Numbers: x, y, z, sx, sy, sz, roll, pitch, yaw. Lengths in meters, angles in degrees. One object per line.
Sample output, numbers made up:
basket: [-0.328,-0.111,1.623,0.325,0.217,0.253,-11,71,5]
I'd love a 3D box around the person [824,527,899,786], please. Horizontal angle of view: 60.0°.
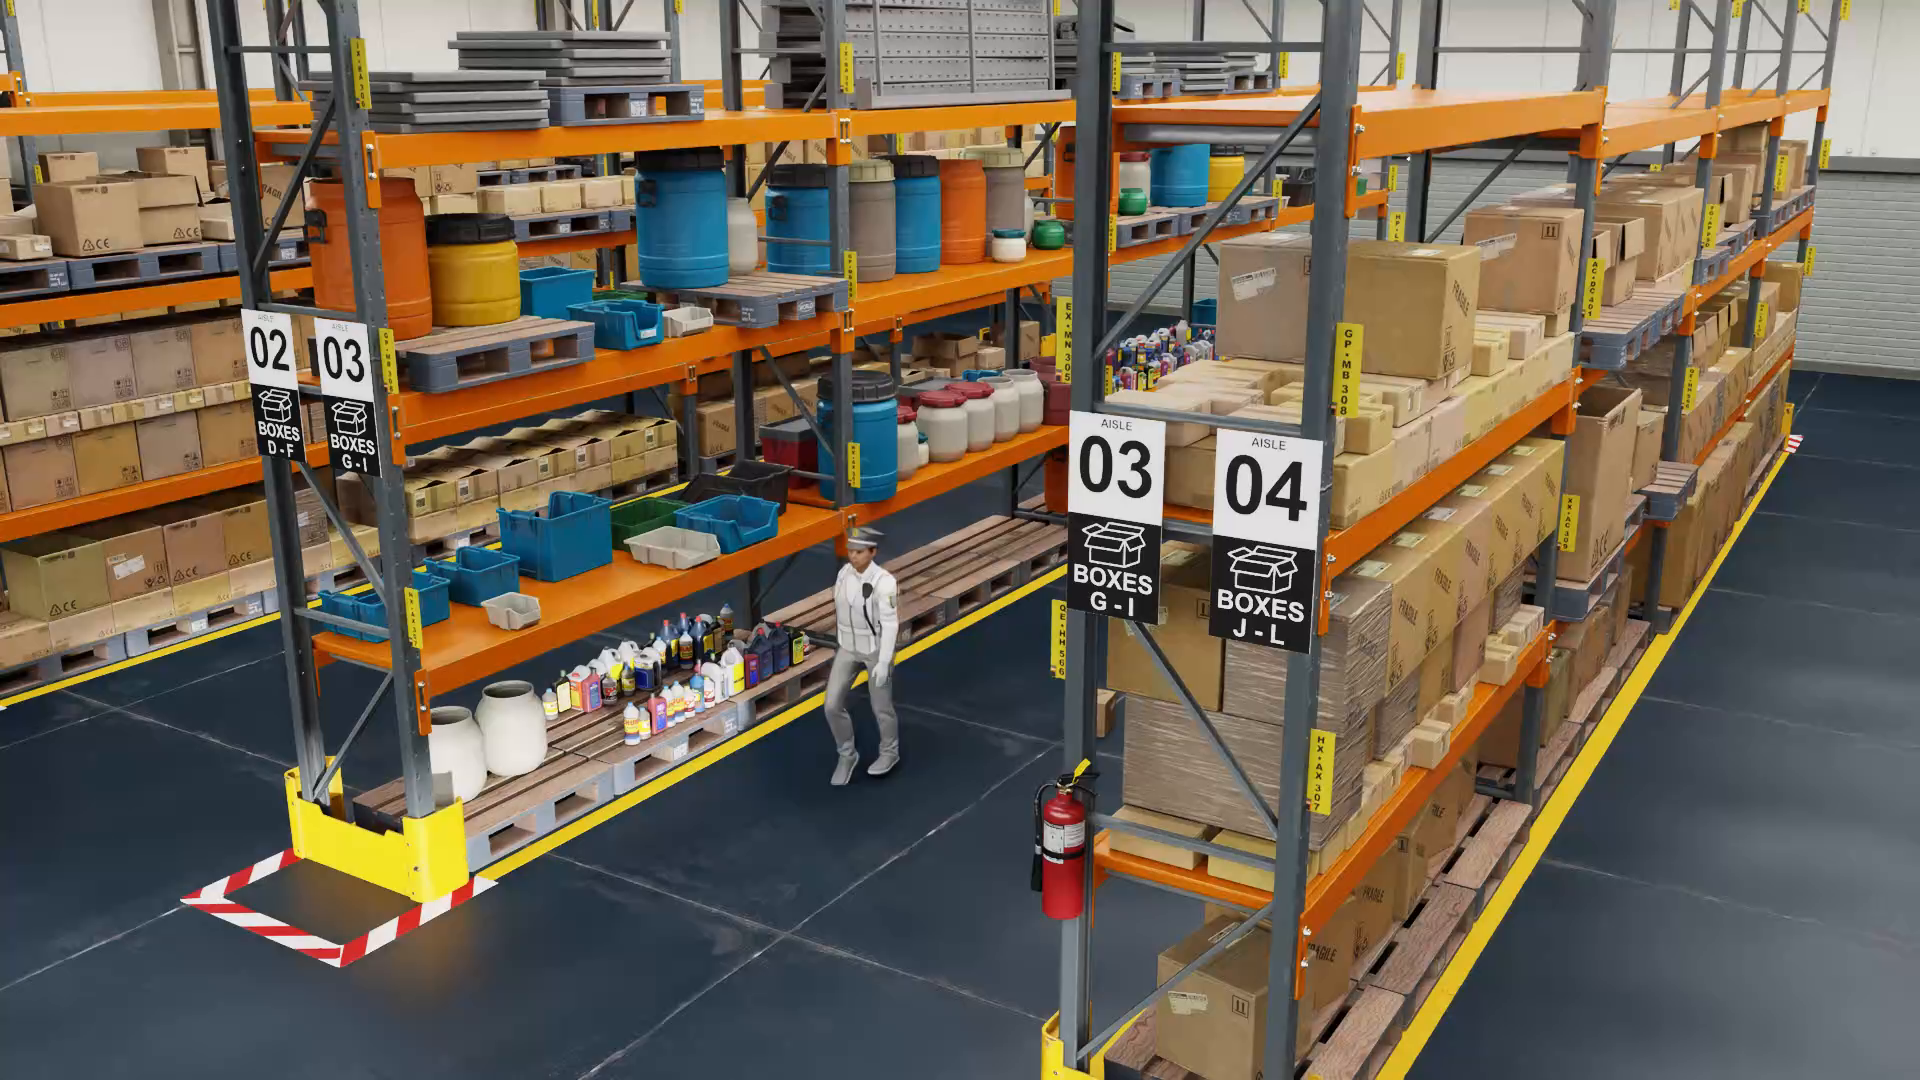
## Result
person: [-0.593,0.738,10.507,0.527,1.747,0.523,9,19,29]
